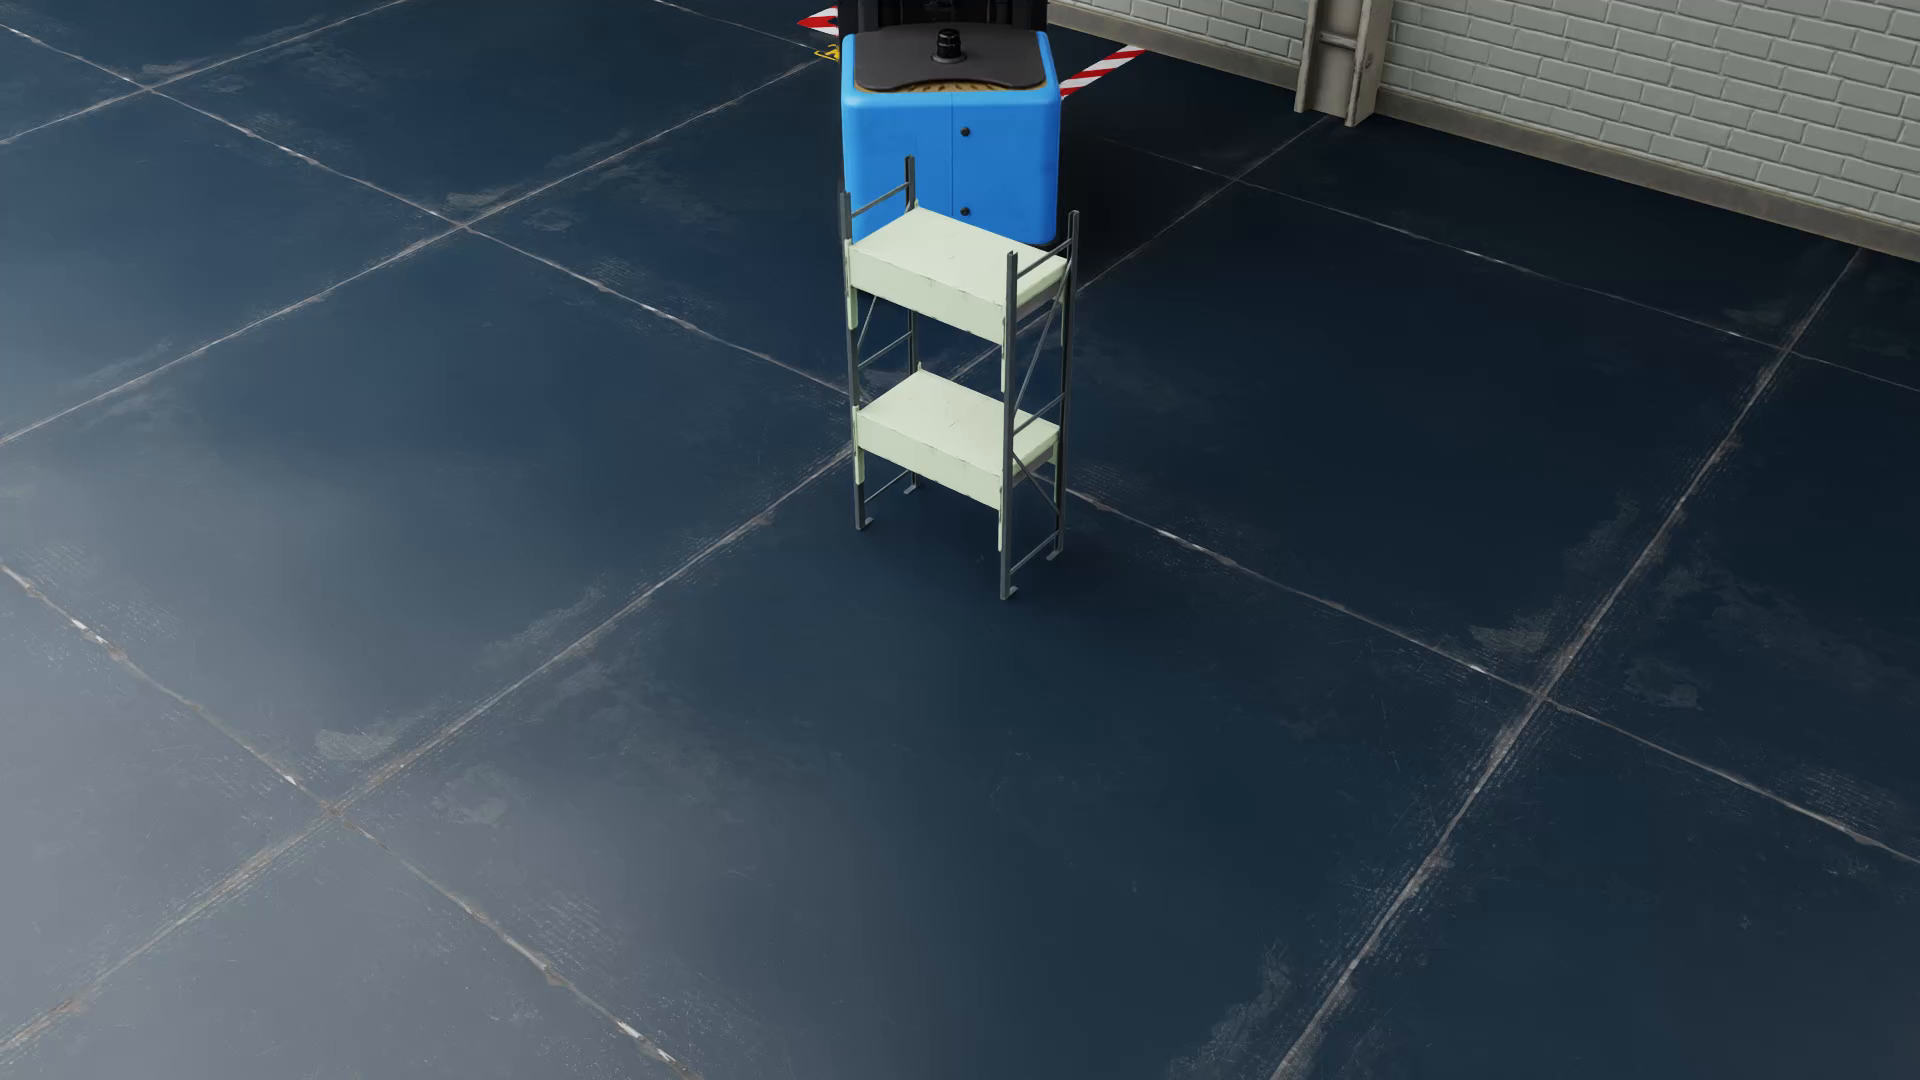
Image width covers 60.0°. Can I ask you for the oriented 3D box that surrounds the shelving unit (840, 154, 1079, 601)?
[{"bbox_3d":[-0.005,-0.593,6.291,0.755,1.500,0.431,25,45,29],"label":"shelving unit"}]

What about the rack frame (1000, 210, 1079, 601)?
[{"bbox_3d":[0.285,-0.456,6.116,0.023,1.500,0.400,25,45,29],"label":"rack frame"}]

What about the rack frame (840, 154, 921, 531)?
[{"bbox_3d":[-0.296,-0.730,6.466,0.023,1.500,0.400,25,45,29],"label":"rack frame"}]

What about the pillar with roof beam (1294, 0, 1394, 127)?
[{"bbox_3d":[-0.346,-4.038,4.608,0.400,9.000,9.100,25,45,29],"label":"pillar with roof beam"}]

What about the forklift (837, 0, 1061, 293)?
[{"bbox_3d":[-0.104,-3.258,8.533,1.130,2.935,3.031,-2,38,-2],"label":"forklift"}]

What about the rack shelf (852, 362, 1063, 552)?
[{"bbox_3d":[-0.005,-0.336,6.492,0.720,0.370,0.431,25,45,29],"label":"rack shelf"}]

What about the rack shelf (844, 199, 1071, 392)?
[{"bbox_3d":[-0.005,-0.900,6.050,0.720,0.370,0.431,25,45,29],"label":"rack shelf"}]
